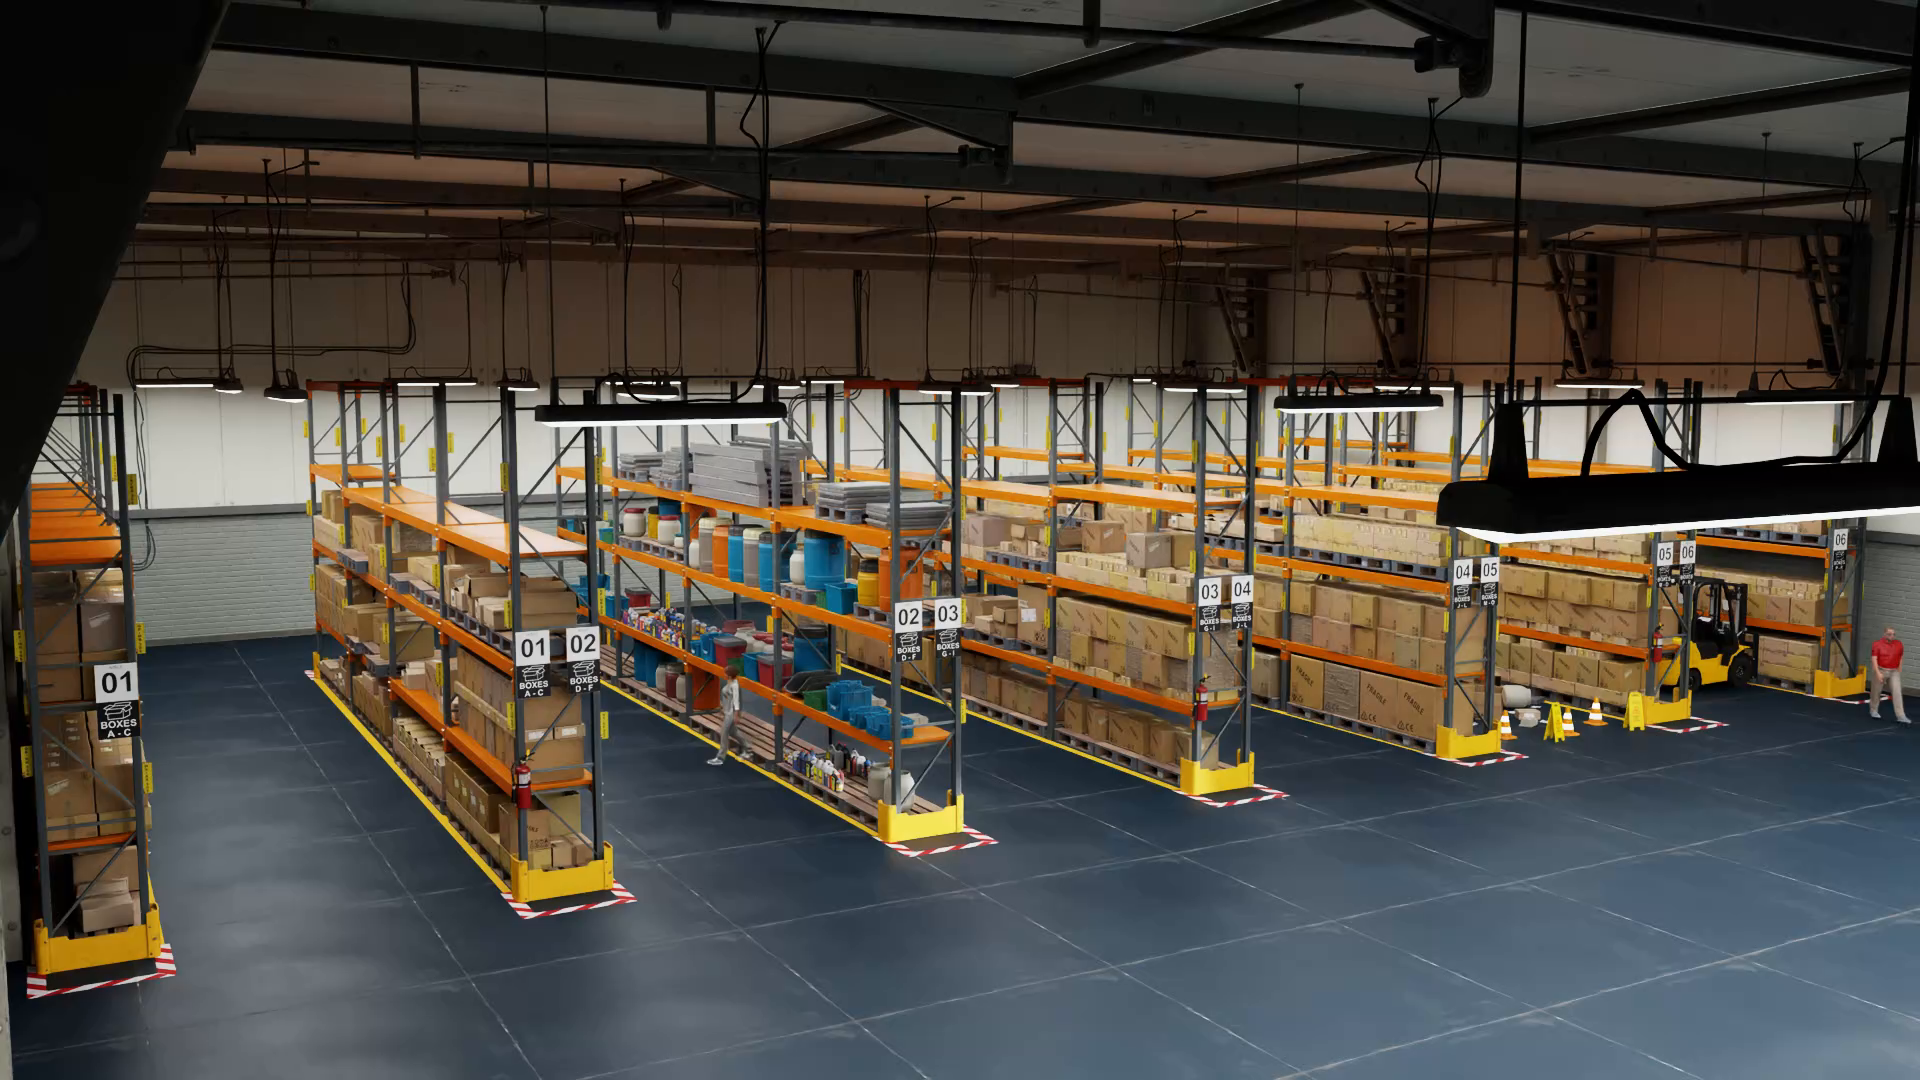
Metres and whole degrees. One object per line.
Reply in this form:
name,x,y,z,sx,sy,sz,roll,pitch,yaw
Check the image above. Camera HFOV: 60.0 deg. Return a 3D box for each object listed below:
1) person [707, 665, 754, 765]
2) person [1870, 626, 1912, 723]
person,-3.628,2.743,26.266,0.727,1.568,0.429,0,6,-4
person,16.358,2.361,29.296,0.559,1.675,1.027,1,6,12
